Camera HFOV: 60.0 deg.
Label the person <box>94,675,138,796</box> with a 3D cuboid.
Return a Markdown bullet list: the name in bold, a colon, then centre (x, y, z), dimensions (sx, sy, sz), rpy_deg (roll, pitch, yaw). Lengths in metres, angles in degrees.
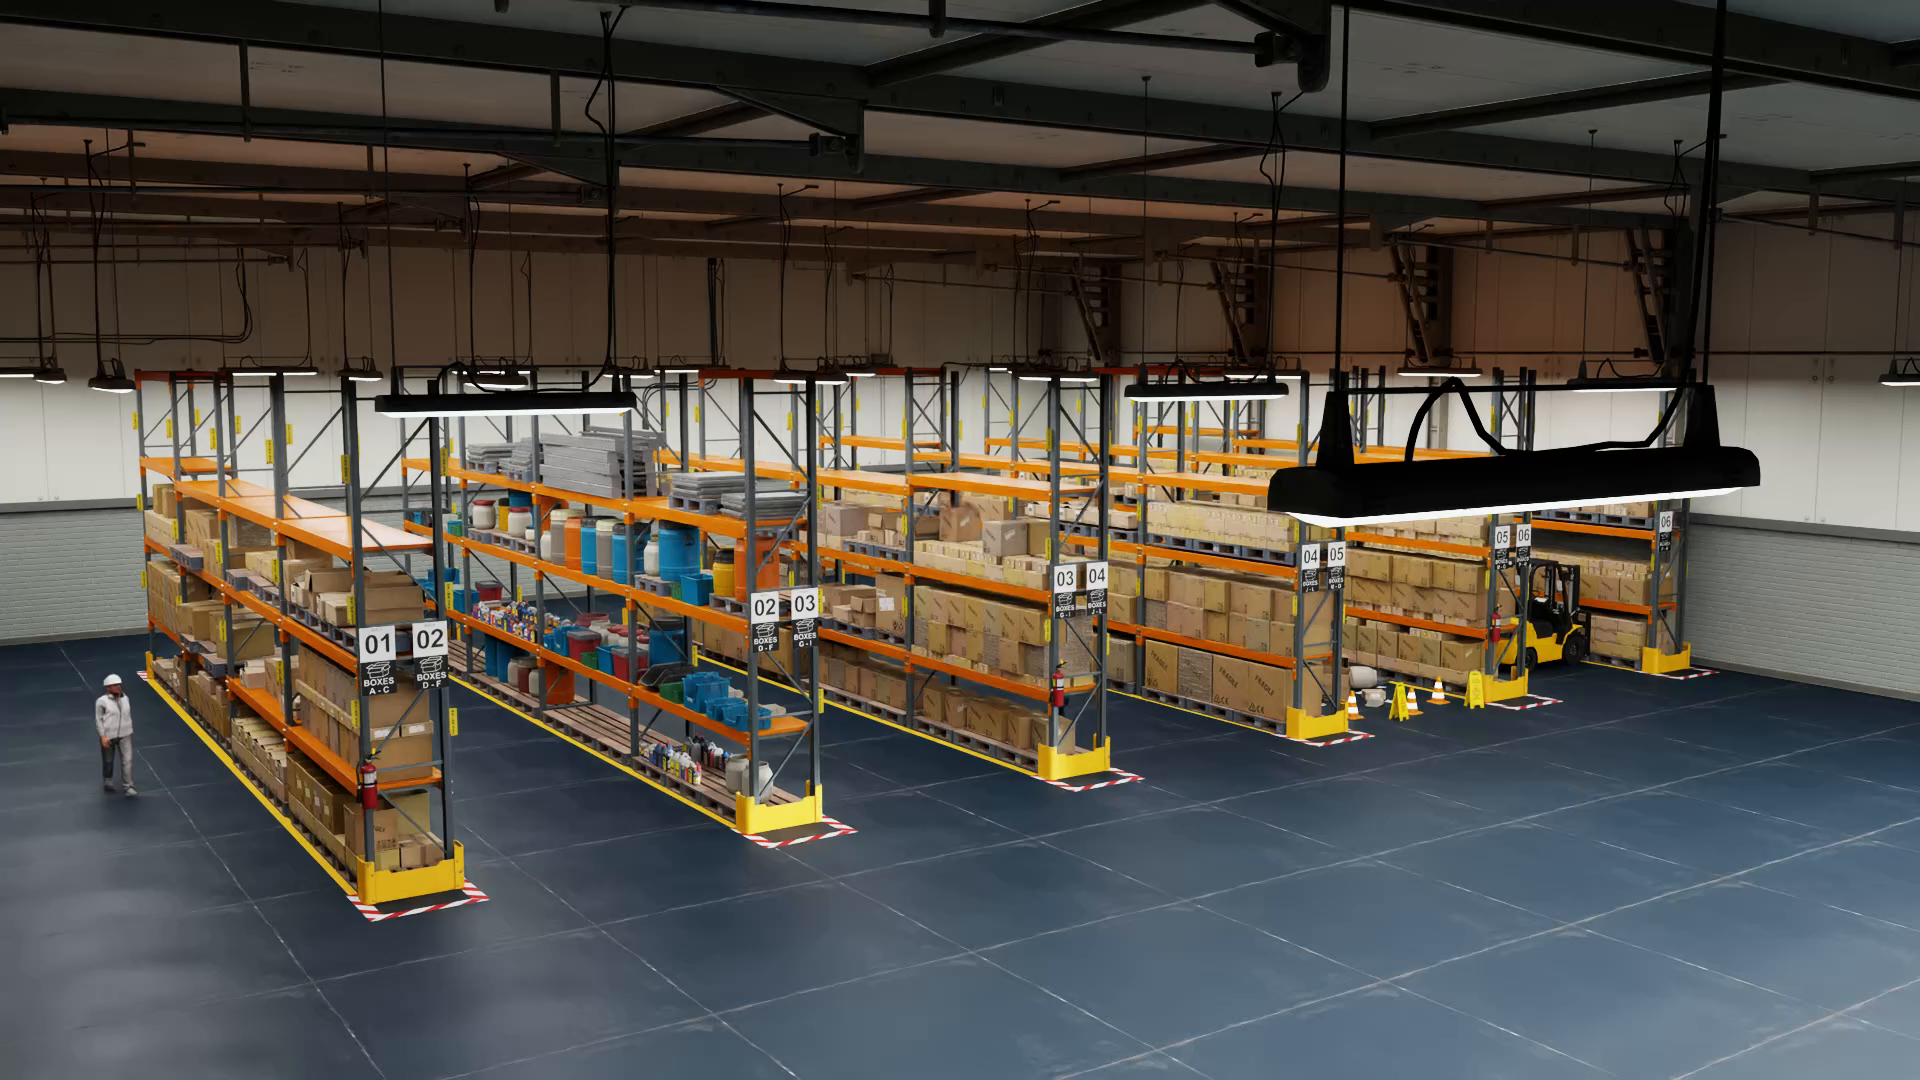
- **person**: centre (-12.125, 2.786, 23.828), dimensions (0.504, 1.721, 1.084), rpy_deg (-5, 8, -37)

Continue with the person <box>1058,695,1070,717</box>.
- **person**: centre (1.656, 2.408, 27.859), dimensions (0.442, 1.559, 0.843), rpy_deg (-3, 7, -24)
